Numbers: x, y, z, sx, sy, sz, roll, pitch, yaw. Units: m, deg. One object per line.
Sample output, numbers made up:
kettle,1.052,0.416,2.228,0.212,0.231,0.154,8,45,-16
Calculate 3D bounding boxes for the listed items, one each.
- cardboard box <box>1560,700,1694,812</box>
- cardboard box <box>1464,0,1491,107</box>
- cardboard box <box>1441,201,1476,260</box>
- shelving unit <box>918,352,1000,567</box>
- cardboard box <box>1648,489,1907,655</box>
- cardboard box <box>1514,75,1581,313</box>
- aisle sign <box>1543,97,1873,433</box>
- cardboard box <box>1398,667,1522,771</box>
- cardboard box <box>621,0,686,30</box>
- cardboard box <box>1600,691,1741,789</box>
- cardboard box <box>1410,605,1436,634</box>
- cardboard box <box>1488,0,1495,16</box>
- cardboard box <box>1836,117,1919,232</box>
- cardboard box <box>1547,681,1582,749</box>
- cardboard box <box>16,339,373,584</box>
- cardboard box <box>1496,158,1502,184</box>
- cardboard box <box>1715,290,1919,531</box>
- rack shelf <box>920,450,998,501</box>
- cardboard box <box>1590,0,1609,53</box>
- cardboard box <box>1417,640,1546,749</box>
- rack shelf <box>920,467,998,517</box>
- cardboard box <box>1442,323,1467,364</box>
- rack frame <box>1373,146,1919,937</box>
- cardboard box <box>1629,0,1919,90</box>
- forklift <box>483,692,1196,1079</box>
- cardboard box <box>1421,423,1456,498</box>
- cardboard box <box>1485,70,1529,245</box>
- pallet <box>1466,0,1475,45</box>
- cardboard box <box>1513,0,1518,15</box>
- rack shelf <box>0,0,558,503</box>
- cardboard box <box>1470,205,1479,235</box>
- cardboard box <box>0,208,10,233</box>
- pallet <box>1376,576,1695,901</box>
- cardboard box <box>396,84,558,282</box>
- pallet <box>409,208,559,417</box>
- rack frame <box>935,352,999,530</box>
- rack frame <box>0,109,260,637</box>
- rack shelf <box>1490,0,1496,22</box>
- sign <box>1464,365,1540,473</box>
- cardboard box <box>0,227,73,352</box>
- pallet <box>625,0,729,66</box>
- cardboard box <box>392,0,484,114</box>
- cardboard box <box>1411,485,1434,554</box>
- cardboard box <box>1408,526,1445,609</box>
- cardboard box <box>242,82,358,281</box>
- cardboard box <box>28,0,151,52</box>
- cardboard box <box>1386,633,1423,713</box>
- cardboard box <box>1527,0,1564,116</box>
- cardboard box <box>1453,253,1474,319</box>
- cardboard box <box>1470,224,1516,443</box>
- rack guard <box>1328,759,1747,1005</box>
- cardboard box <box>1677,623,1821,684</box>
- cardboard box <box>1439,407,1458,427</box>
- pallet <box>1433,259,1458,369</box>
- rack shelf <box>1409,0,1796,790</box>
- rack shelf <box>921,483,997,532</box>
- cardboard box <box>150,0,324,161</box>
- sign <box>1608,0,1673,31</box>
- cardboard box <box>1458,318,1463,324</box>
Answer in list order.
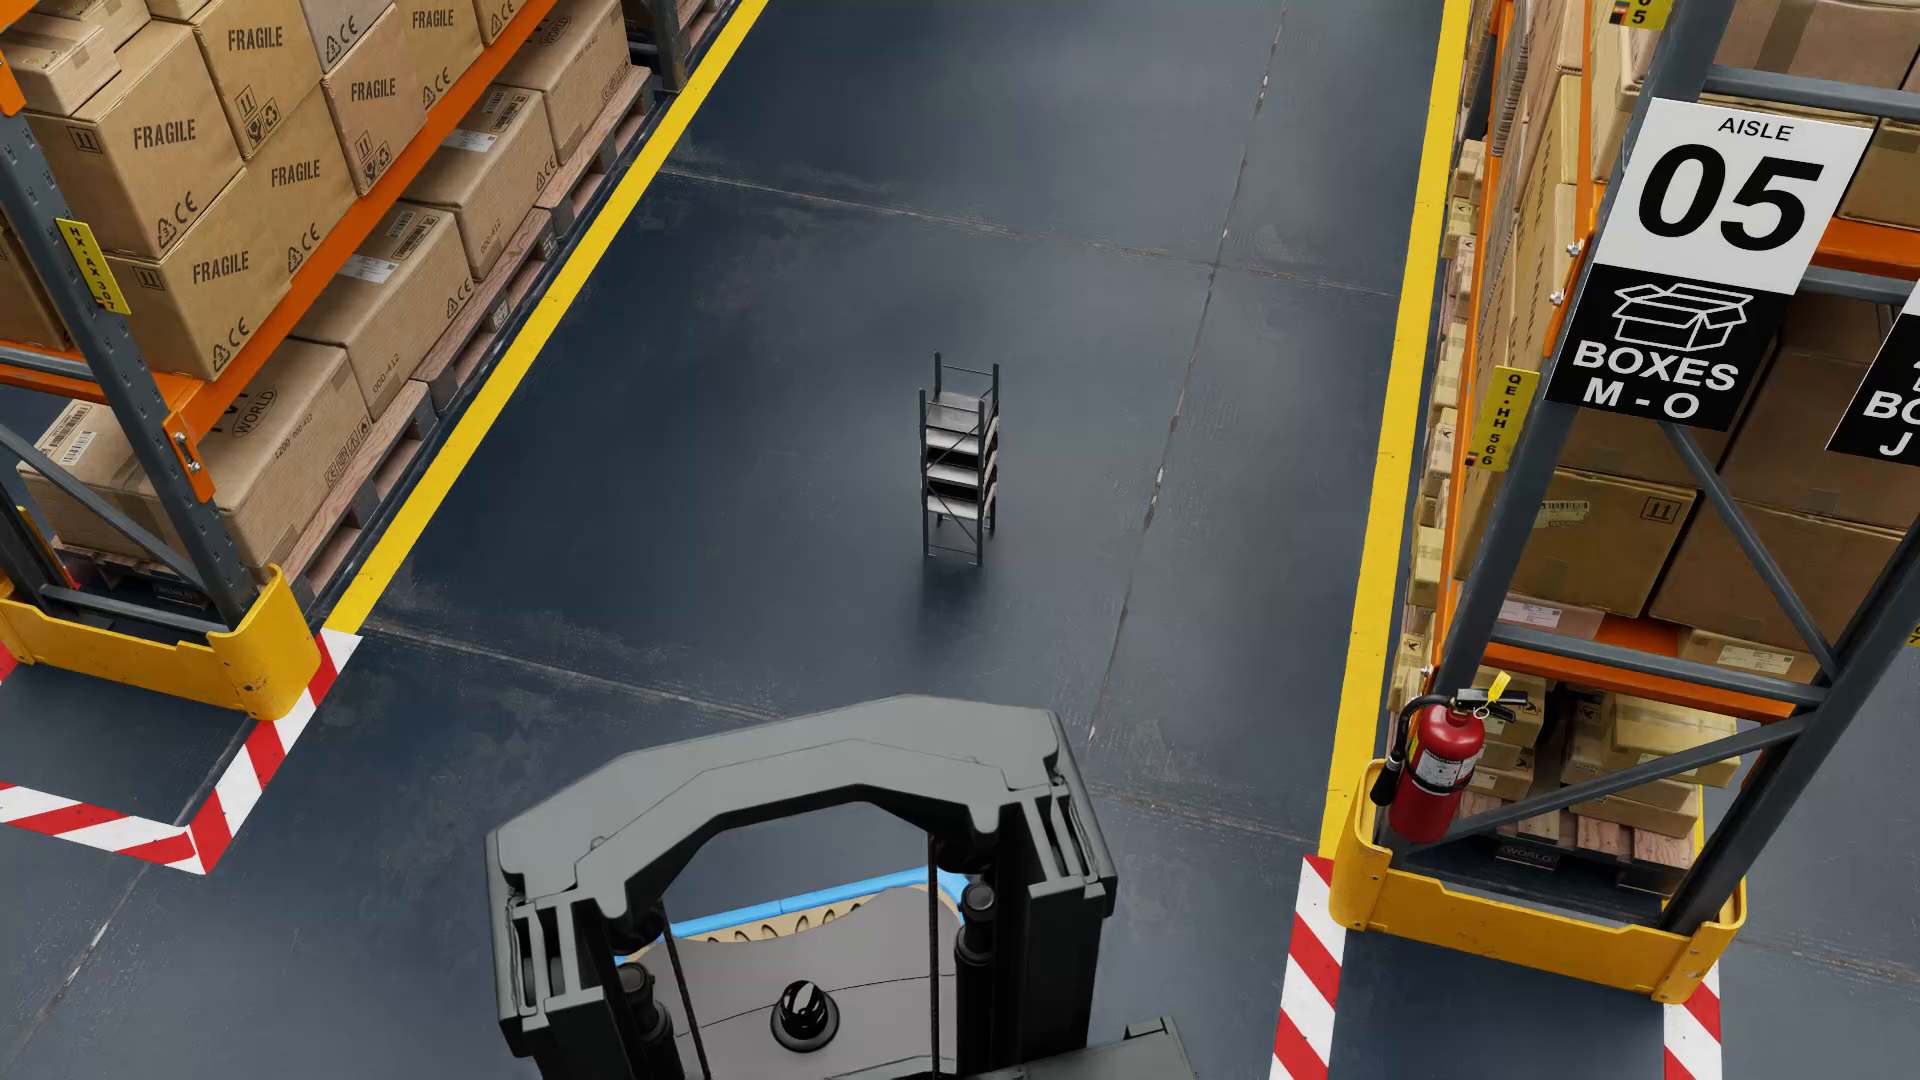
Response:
cardboard box,2.195,0.707,5.467,0.380,0.149,0.250,13,50,12
cardboard box,2.814,-2.461,8.227,0.500,0.500,0.500,11,49,9
cardboard box,2.387,-1.367,7.496,0.380,0.149,0.250,13,50,11
shelving unit,-0.002,-0.292,6.326,0.258,0.900,0.210,12,50,10
cardboard box,2.195,-0.073,4.467,0.500,0.500,0.500,14,50,12
cardboard box,1.824,-0.880,4.513,0.500,0.500,0.500,10,49,9
aisle sign,1.501,-0.537,3.409,0.394,0.787,0.004,12,50,10
cardboard box,1.673,0.597,5.564,0.380,0.149,0.250,10,49,9
cardboard box,-1.853,-3.368,8.778,0.875,0.875,0.875,13,50,11
cardboard box,2.276,0.625,5.341,0.380,0.149,0.250,10,49,8
cardboard box,1.809,0.221,5.896,0.380,0.149,0.250,10,49,8
cardboard box,2.815,-2.713,7.949,0.500,0.250,0.500,10,49,9
cardboard box,2.175,-0.888,3.551,0.500,0.250,0.500,13,50,11
cardboard box,2.247,0.612,5.749,0.380,0.149,0.250,11,50,10
cardboard box,-2.915,-0.363,6.417,0.875,0.438,0.875,10,49,9
cardboard box,2.173,-1.379,6.052,0.380,0.149,0.250,14,50,12
cardboard box,2.184,-0.406,4.094,0.500,0.500,0.500,11,50,10
rack shelf,-0.002,-0.270,6.351,0.258,0.077,0.200,12,50,10
cardboard box,1.802,-1.366,3.973,0.500,0.250,0.500,12,50,10
cardboard box,1.705,0.504,5.448,0.380,0.149,0.250,12,50,10
rack shelf,-0.002,-0.210,6.419,0.258,0.077,0.200,12,50,10
cardboard box,2.153,-0.716,6.723,0.380,0.149,0.250,11,50,10
rack frame,1.810,0.329,4.378,1.000,3.000,0.127,12,50,10
cardboard box,1.686,-1.163,3.460,0.500,0.250,0.500,10,49,9
forklift,-0.103,1.767,3.155,1.130,2.935,3.031,-11,50,-10
cardboard box,1.918,-0.259,6.121,0.380,0.149,0.250,13,50,11
cardboard box,2.086,-1.277,5.530,0.500,0.500,0.500,14,50,12
pallet,3.385,-3.090,9.255,1.003,0.211,1.213,12,50,10
cardboard box,2.366,-2.028,6.193,0.500,0.500,0.500,12,50,10
rack shelf,-2.466,-1.783,6.722,1.077,0.370,4.000,12,50,10
cardboard box,2.479,-1.458,7.378,0.380,0.149,0.250,12,50,10
cardboard box,-3.095,-1.334,5.112,0.500,0.500,0.500,13,50,11
pallet,2.078,0.616,5.984,1.003,0.211,1.213,12,50,10
cardboard box,-2.443,-1.678,7.578,0.875,0.438,0.875,10,49,9
pallet,-2.534,-1.125,7.521,1.003,0.211,1.213,12,50,10
rack frame,0.025,-0.365,6.391,0.240,0.900,0.006,12,50,10
rack frame,-2.992,-0.575,5.175,1.000,3.000,0.127,12,50,10
rack shelf,3.389,-3.773,8.478,1.077,0.370,4.000,12,50,10
sign,1.280,-0.283,3.935,0.100,0.325,0.005,12,50,10
cardboard box,-3.121,-1.009,5.492,0.500,0.500,0.500,12,50,10
pallet,-1.809,-3.118,9.280,1.003,0.211,1.213,12,50,10
cardboard box,-2.216,-2.000,6.366,0.500,0.500,0.500,13,50,11
cardboard box,1.929,-0.046,6.331,0.380,0.149,0.250,10,49,8
cardboard box,1.772,0.121,5.786,0.380,0.149,0.250,11,49,9
cardboard box,-2.483,-1.270,5.722,0.500,0.500,0.500,11,49,10
cardboard box,-2.631,-1.559,4.878,0.380,0.149,0.250,13,50,11
cardboard box,1.717,0.506,5.843,0.380,0.149,0.250,13,50,11
cardboard box,2.088,-1.641,5.184,0.500,0.500,0.500,10,49,9
cardboard box,2.231,-1.007,6.782,0.380,0.149,0.250,13,50,11
cardboard box,1.820,-0.550,4.888,0.500,0.500,0.500,11,49,9
rack guard,1.830,1.101,5.363,1.175,0.500,0.348,12,50,10
cardboard box,2.211,0.243,4.622,0.380,0.149,0.250,11,50,10
cardboard box,2.018,-0.338,6.390,0.380,0.149,0.250,14,50,12
pallet,2.720,-1.149,7.542,1.003,0.211,1.213,12,50,10
rack shelf,2.336,-0.879,5.924,1.077,0.370,4.000,12,50,10
rack shelf,-0.002,-0.151,6.486,0.258,0.077,0.200,12,50,10
cardboard box,-2.462,-1.605,5.351,0.500,0.500,0.500,10,49,9
sign,1.280,-1.080,3.031,0.100,0.325,0.005,12,50,10
cardboard box,2.353,-0.984,7.158,0.380,0.149,0.250,11,49,9
